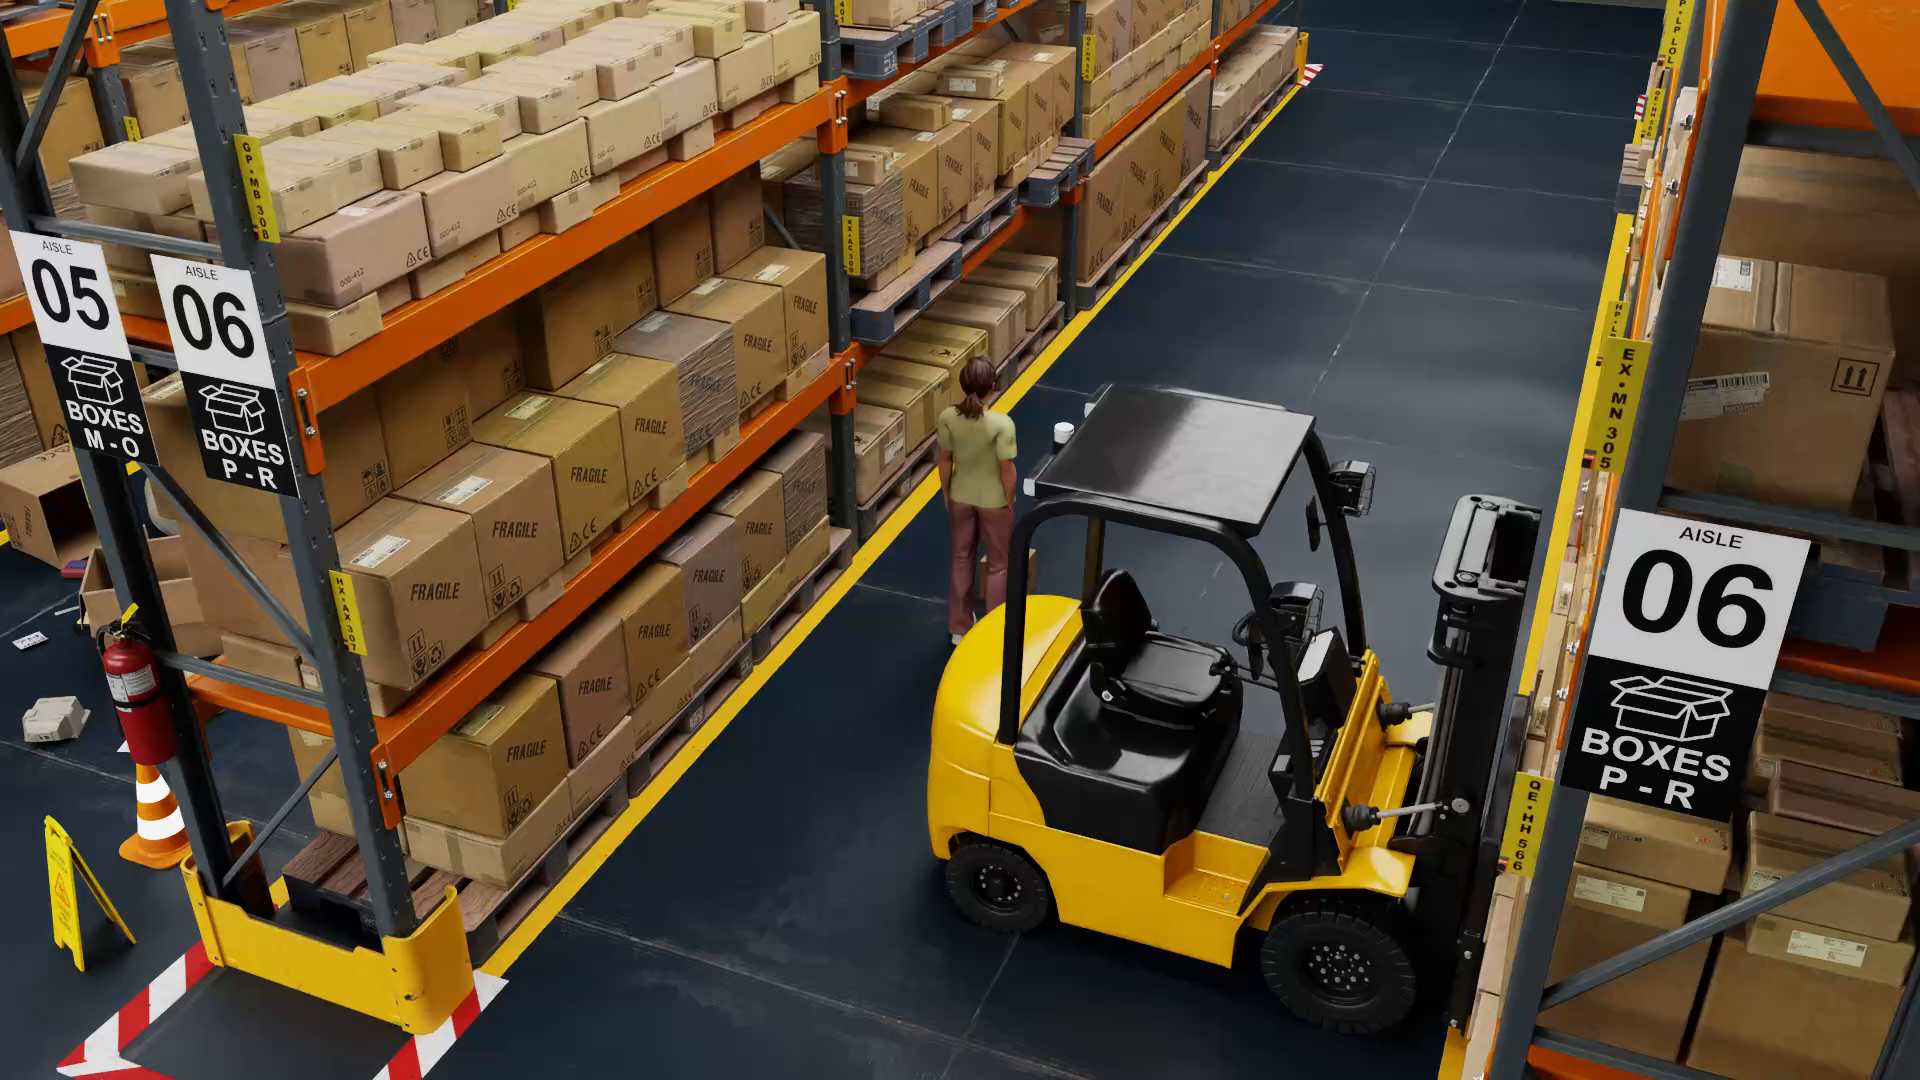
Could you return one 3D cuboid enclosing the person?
[{"bbox_3d":[0.098,-0.185,8.732,0.438,1.674,0.353,11,31,18],"label":"person"}]
